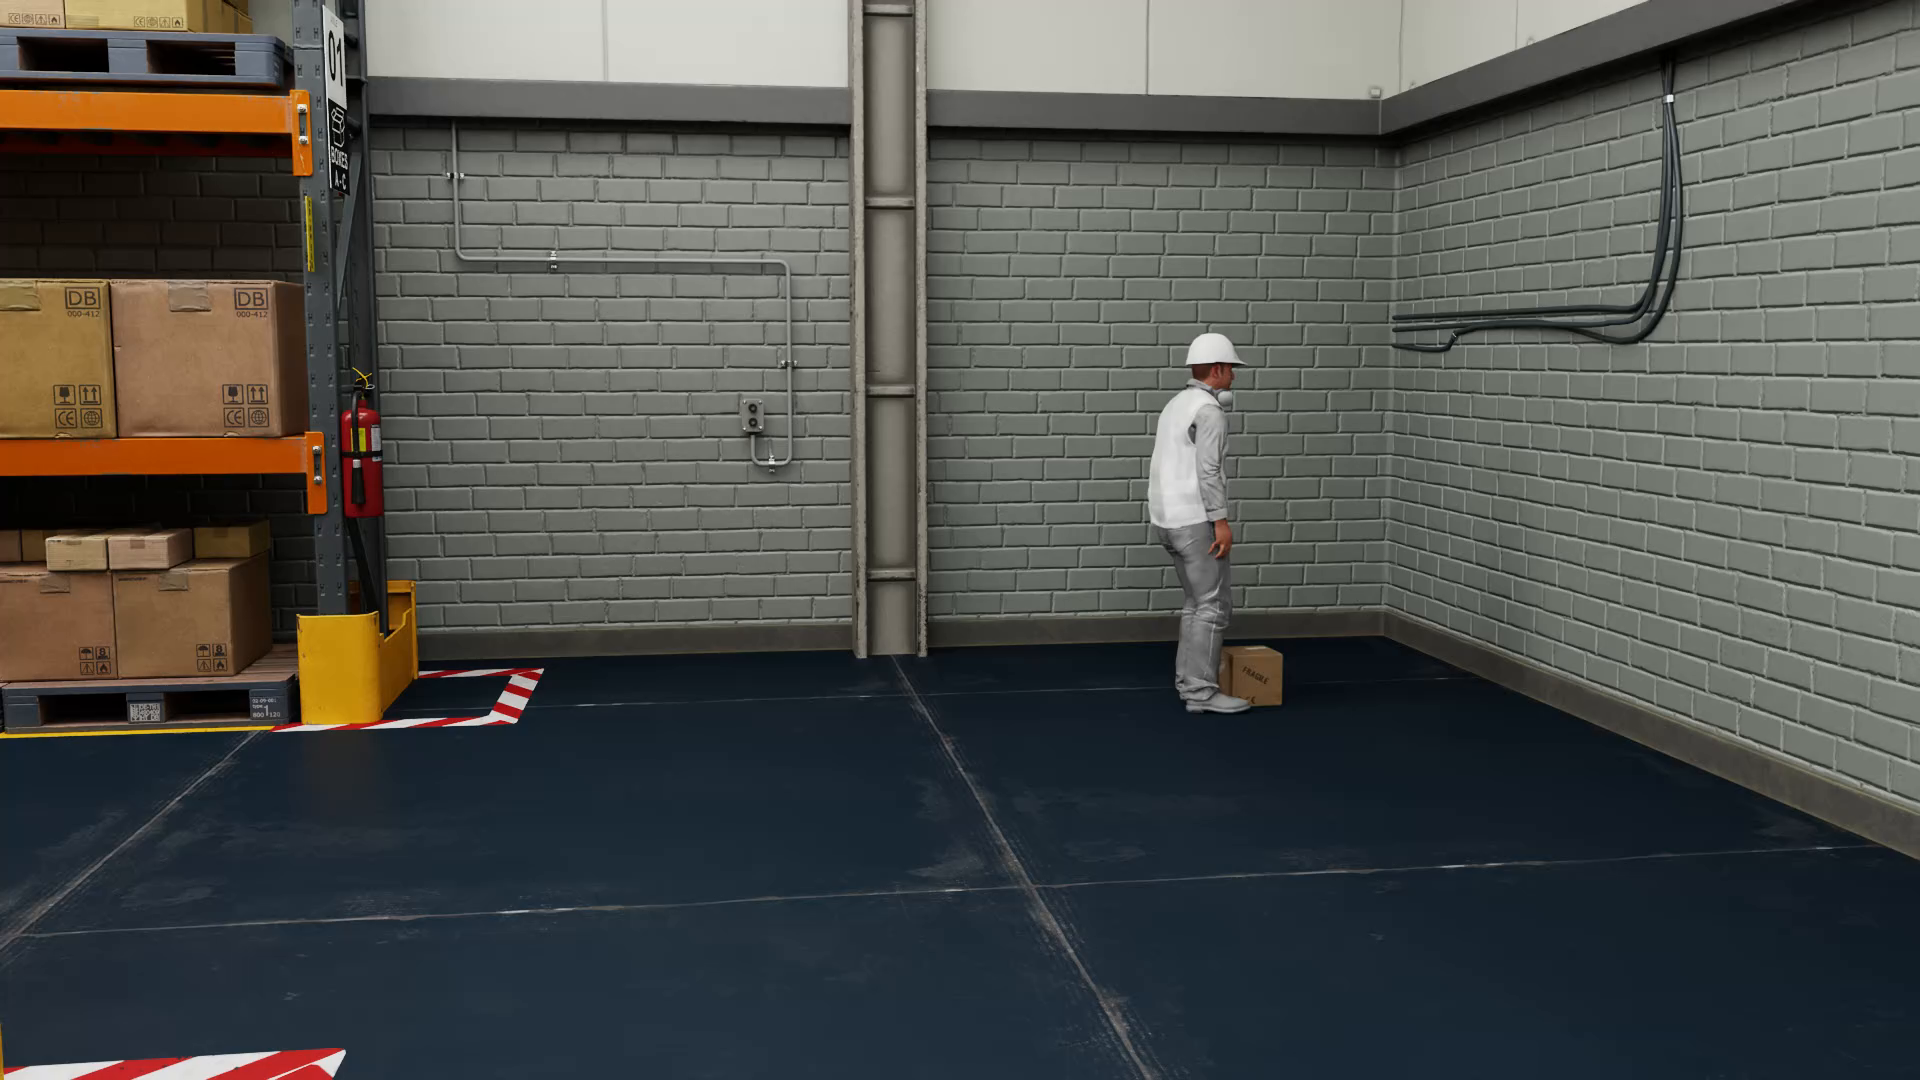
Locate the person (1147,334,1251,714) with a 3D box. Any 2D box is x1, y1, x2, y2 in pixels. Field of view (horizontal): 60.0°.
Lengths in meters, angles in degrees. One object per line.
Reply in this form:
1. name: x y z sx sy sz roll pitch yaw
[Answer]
1. person: 1.143 -0.092 7.919 0.476 1.769 0.582 -1 7 -12
